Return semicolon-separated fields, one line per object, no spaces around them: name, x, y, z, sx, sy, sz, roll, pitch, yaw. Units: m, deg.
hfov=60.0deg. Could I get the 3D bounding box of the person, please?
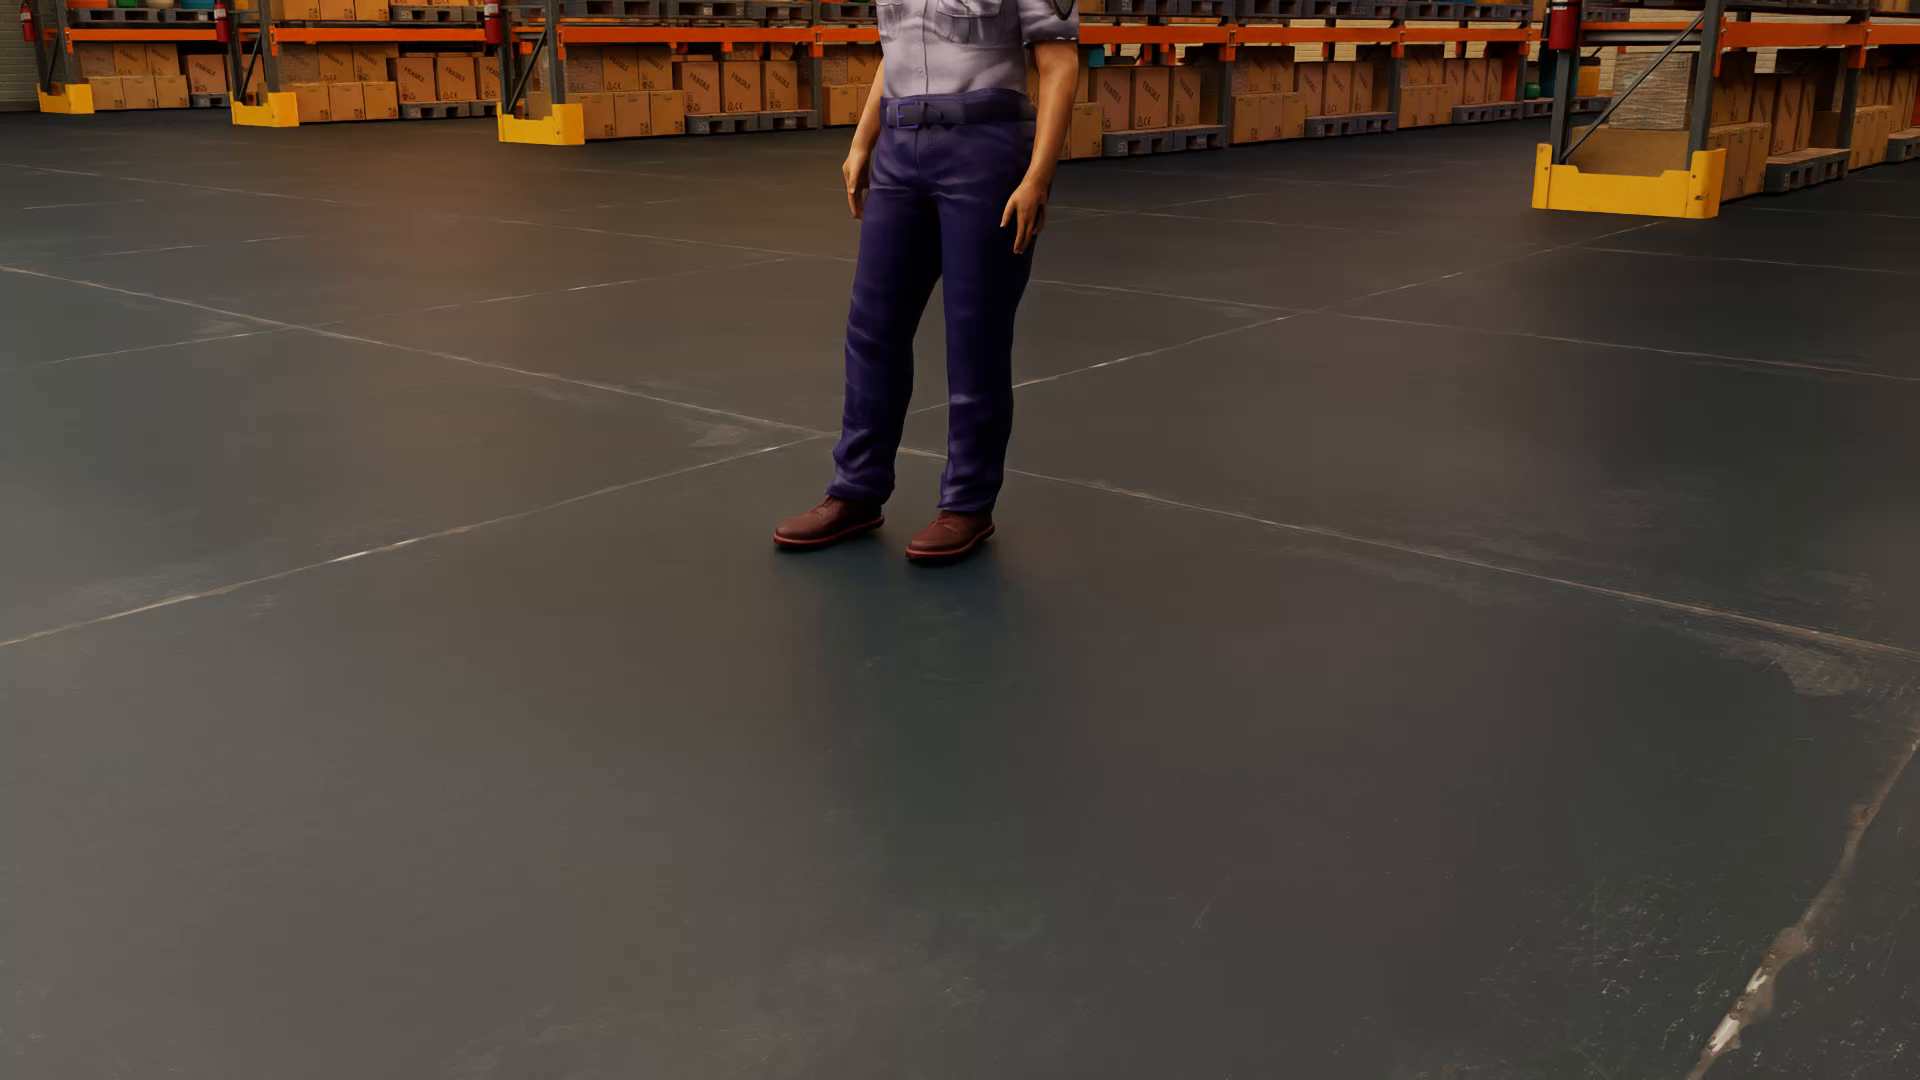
person;-0.075;-0.779;3.648;0.598;1.651;0.502;13;21;37
